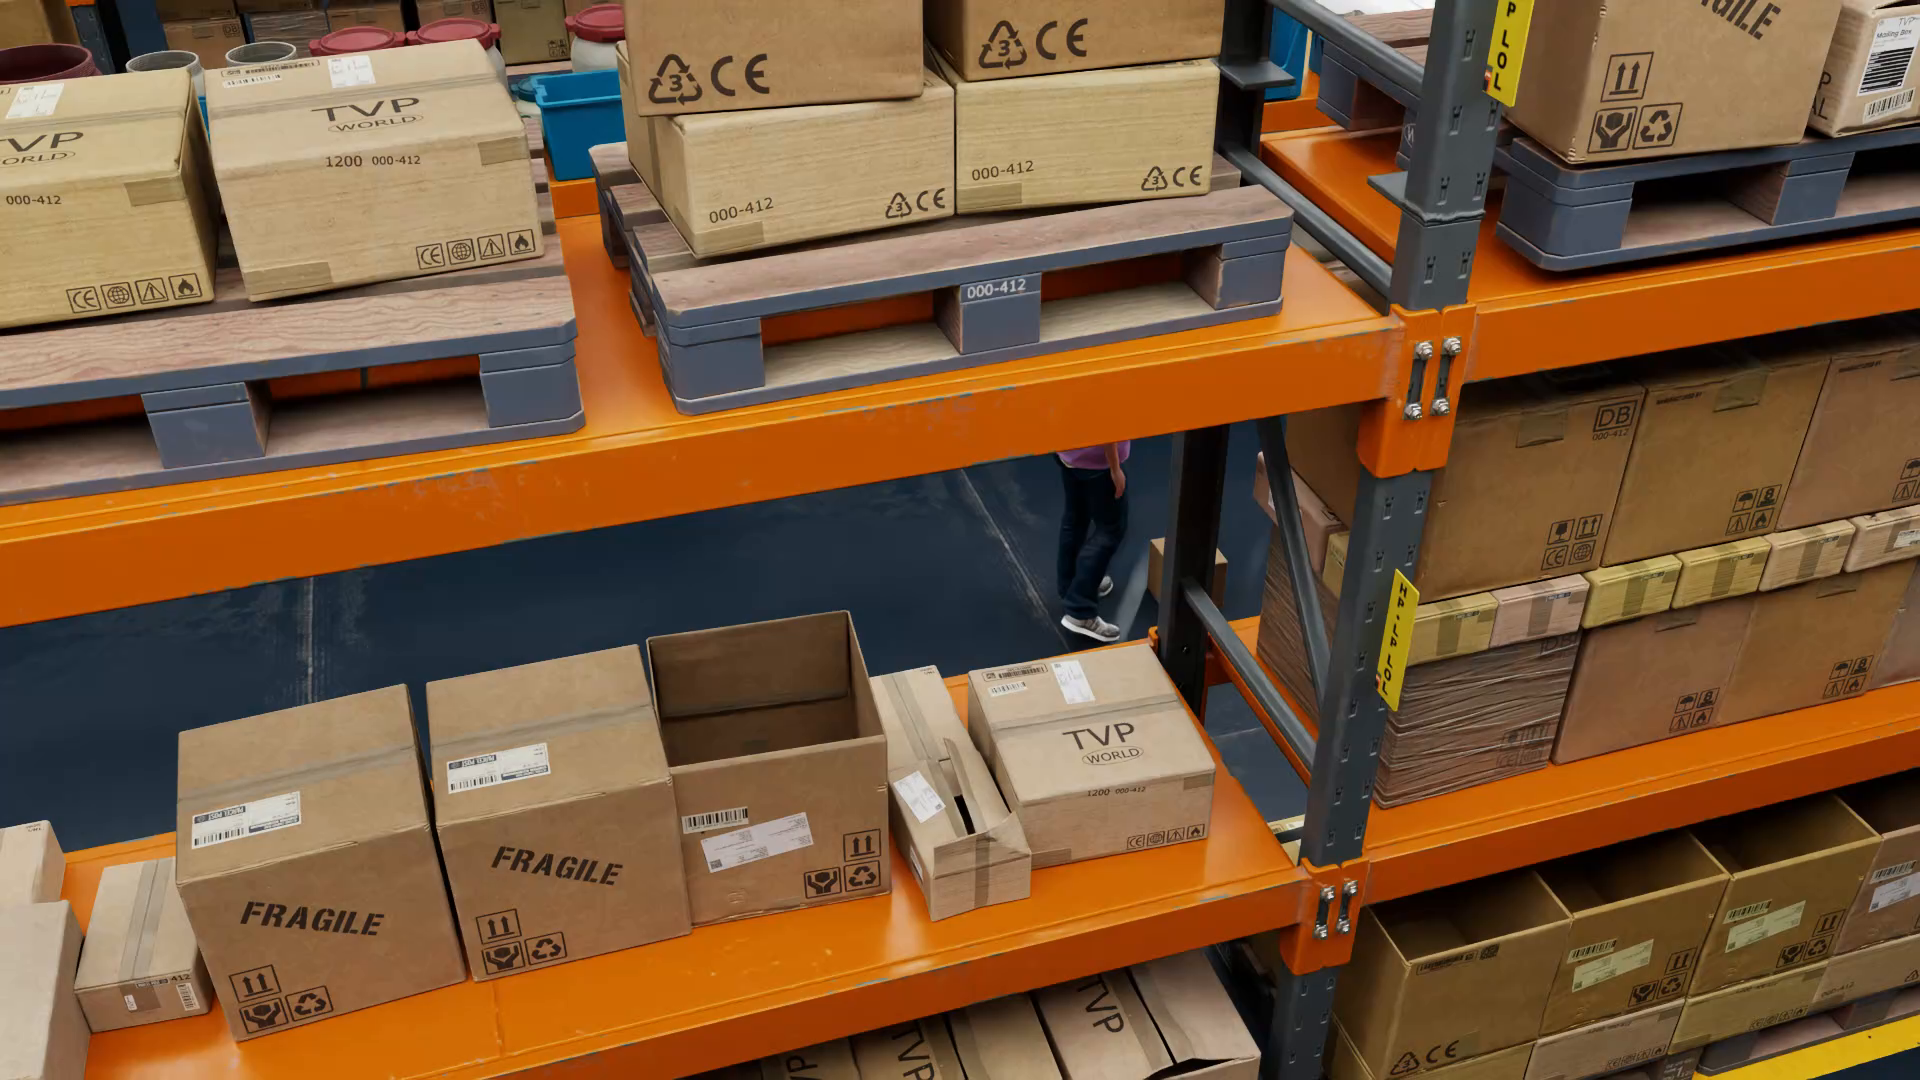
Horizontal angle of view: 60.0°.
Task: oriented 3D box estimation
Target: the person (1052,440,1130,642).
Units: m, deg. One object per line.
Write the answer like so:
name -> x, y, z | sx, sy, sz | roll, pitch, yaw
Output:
person -> 0.539, -0.349, 6.647 | 0.373, 1.637, 0.464 | -16, 37, -22
